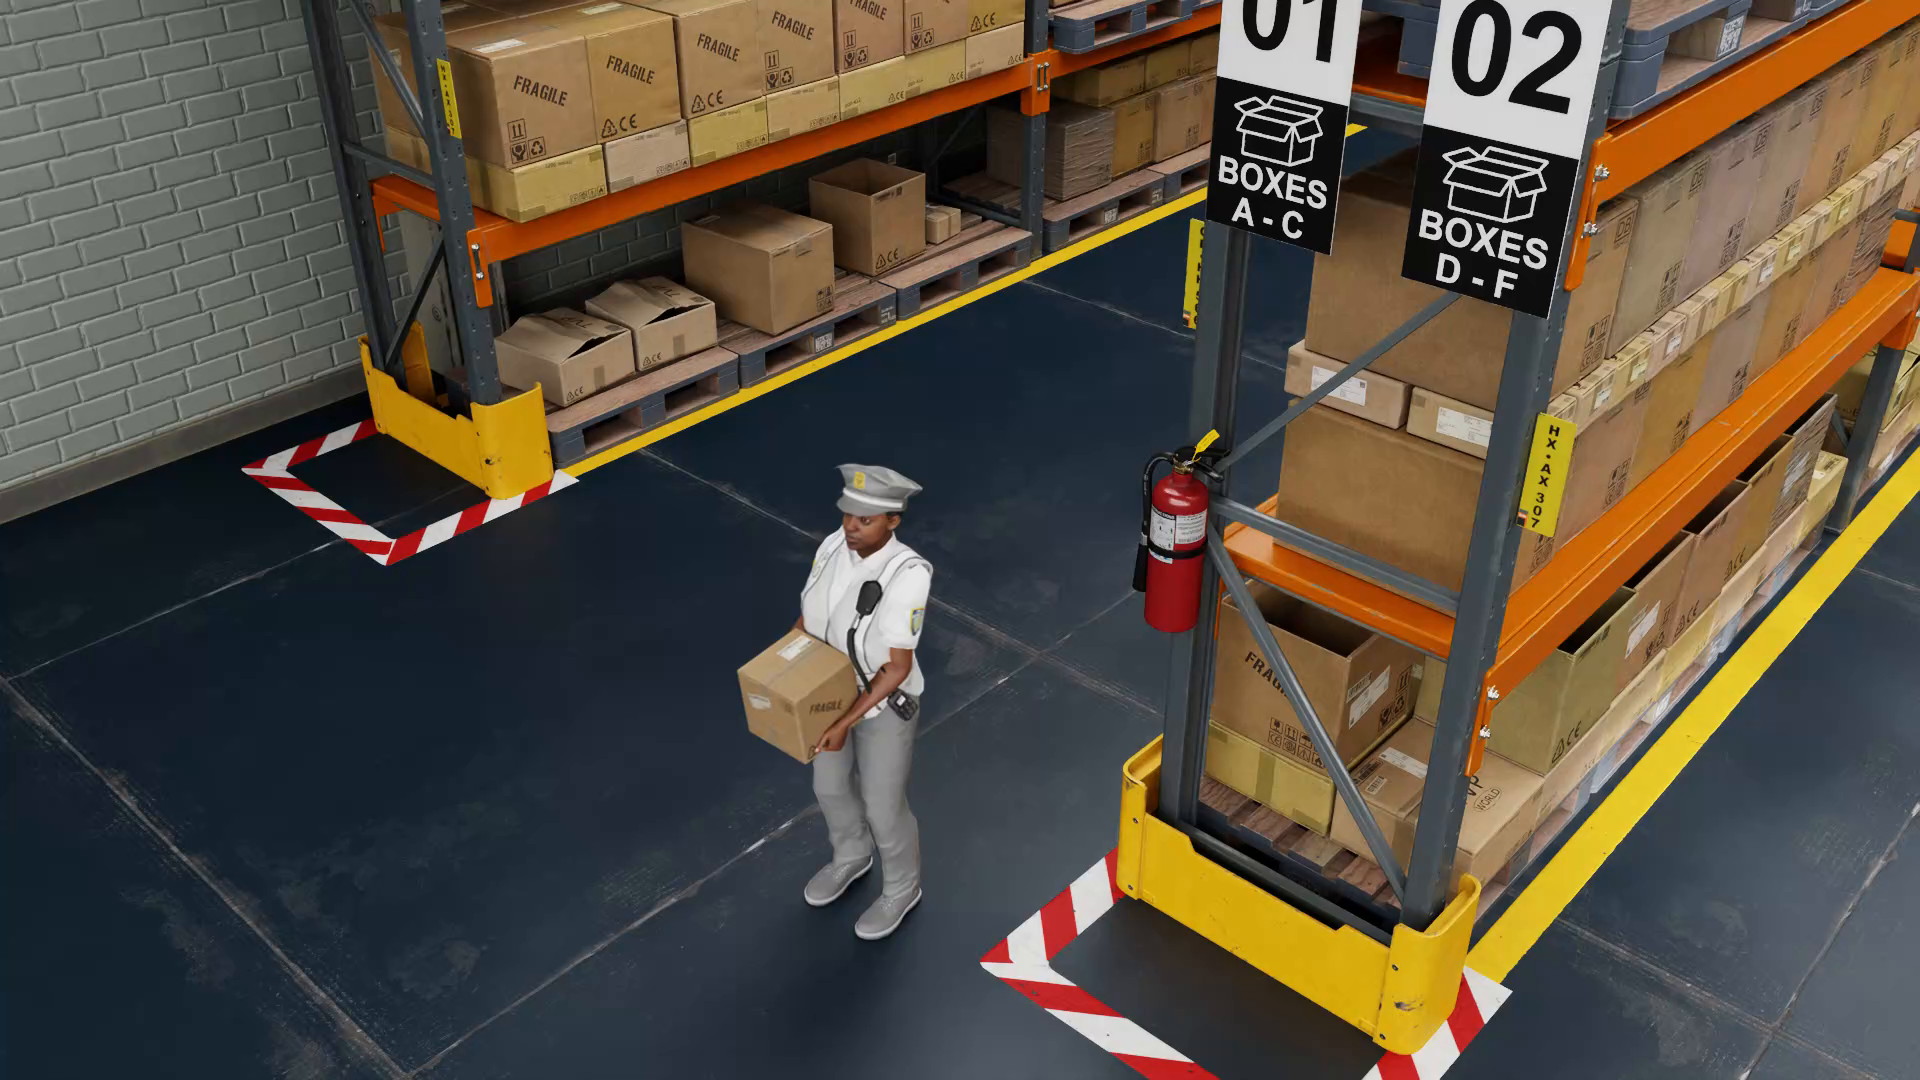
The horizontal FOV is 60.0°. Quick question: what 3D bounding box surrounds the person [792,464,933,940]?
[{"bbox_3d":[-0.353,0.529,5.245,0.450,1.688,0.535,24,39,34],"label":"person"}]
